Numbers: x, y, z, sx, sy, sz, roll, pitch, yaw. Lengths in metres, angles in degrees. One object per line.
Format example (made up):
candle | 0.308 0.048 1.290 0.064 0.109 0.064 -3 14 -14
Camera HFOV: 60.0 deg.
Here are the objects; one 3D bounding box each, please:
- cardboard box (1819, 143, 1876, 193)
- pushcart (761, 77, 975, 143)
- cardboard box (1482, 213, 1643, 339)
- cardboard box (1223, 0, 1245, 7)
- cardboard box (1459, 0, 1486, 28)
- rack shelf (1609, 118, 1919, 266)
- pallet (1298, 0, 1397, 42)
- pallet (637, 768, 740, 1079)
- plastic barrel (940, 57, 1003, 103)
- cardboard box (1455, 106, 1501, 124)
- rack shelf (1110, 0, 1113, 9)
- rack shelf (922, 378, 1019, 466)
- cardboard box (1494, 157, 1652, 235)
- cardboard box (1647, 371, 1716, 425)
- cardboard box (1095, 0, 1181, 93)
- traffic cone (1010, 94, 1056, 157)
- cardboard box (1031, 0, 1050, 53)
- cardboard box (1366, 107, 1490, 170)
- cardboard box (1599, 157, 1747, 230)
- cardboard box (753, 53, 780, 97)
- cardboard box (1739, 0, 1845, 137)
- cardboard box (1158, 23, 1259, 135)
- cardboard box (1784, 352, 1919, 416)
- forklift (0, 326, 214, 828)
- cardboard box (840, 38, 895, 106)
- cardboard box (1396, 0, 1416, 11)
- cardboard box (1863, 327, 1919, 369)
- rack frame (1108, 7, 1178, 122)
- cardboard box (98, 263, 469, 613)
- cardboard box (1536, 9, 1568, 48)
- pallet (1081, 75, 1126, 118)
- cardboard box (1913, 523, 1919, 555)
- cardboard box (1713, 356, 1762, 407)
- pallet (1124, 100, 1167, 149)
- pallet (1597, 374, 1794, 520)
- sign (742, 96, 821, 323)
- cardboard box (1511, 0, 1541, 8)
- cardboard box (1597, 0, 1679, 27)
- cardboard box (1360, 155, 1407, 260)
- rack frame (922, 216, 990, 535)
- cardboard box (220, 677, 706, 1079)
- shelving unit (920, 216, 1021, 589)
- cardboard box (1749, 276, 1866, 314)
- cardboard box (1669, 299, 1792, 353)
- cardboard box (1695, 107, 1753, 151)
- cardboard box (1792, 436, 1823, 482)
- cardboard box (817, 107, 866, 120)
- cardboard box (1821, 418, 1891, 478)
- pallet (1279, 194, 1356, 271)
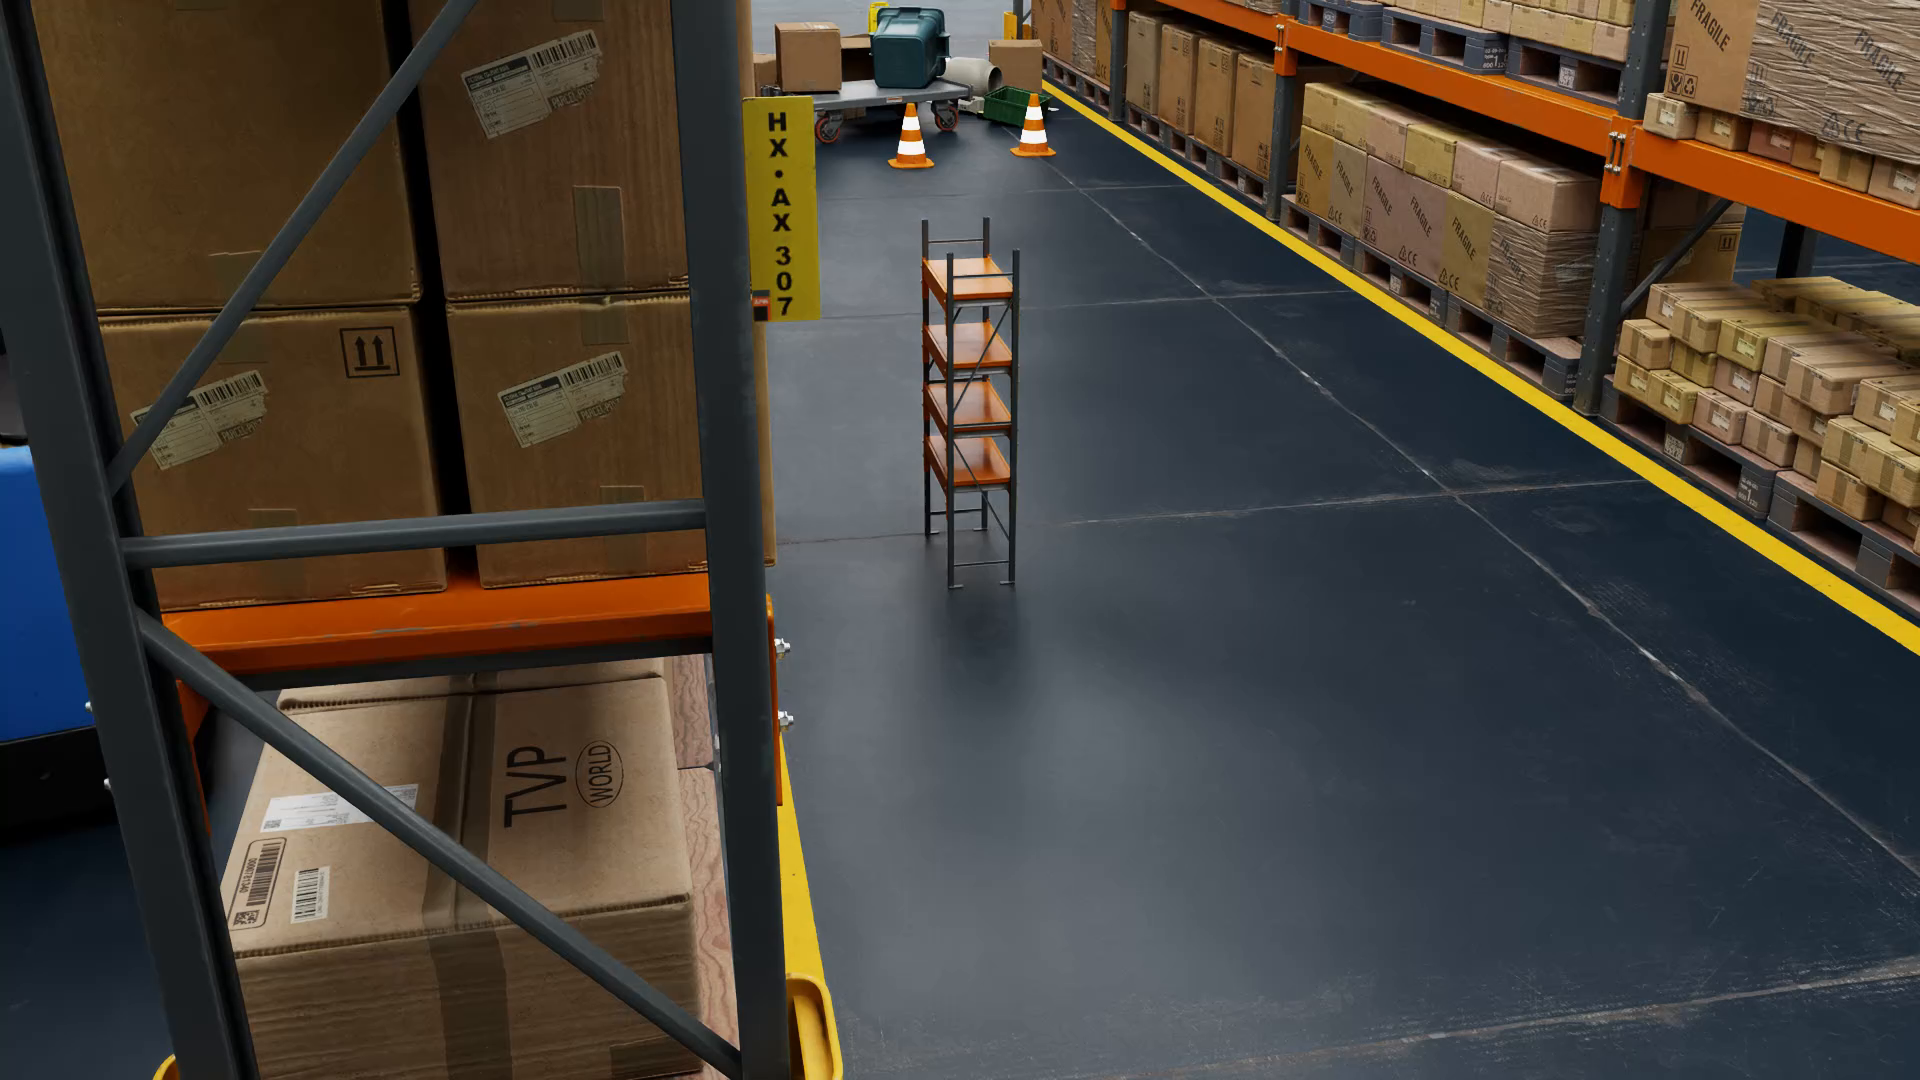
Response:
cardboard box | 3.282 -1.324 5.848 0.380 0.149 0.250 -4 24 -9
pushcart | -0.791 -3.711 14.275 1.648 0.377 0.936 -13 27 -28
cardboard box | 2.918 -1.303 8.084 0.500 0.500 0.500 -5 24 -11
cardboard box | 2.125 -3.956 11.436 0.500 0.500 0.500 -4 24 -10
cardboard box | 2.790 -2.715 8.507 0.380 0.149 0.250 -3 24 -7
rack shelf | 3.672 -0.867 5.386 1.077 0.370 4.000 -4 24 -10
pallet | 2.799 -3.196 10.061 1.213 0.211 1.003 -4 24 -10
pallet | -1.029 0.965 3.776 1.003 0.211 1.213 -4 24 -10
plastic barrel | 0.106 -4.282 15.526 0.512 0.421 0.421 13 27 27
cardboard box | 3.130 -2.299 9.427 0.500 0.250 0.500 -4 24 -9
rack shelf | 1.453 -5.587 16.194 1.077 0.370 4.000 -4 24 -10
rack shelf | 0.031 -0.423 5.888 0.258 0.148 0.480 -4 24 -10
cardboard box | 2.916 -1.648 7.938 0.500 0.250 0.500 -5 24 -11
cardboard box | 3.103 -0.598 6.908 0.380 0.149 0.250 -4 24 -8
cardboard box | 1.776 -4.601 15.168 0.875 0.875 0.875 -4 24 -9
traffic cone | 0.587 -3.328 13.293 0.336 0.463 0.334 -4 24 -10
cardboard box | 1.274 -5.660 17.593 0.875 0.875 0.875 -4 24 -9
cardboard box | 2.625 -2.263 9.346 0.500 0.250 0.500 -4 24 -9
cardboard box | 3.426 -1.684 8.020 0.500 0.250 0.500 -5 24 -12
cardboard box | -1.884 -4.102 15.014 0.500 0.500 0.500 13 27 27
cardboard box | 3.245 -1.758 6.031 0.500 0.500 0.500 -4 24 -10
cardboard box | 2.201 -3.674 13.202 1.050 0.750 0.750 -4 24 -10
cardboard box | 3.288 -0.576 6.114 0.380 0.149 0.250 -4 24 -9
forklift | -3.145 -1.075 5.049 1.130 2.935 3.031 -10 26 -22
cardboard box | -0.769 -4.345 15.400 0.797 0.637 0.503 -4 24 -10
cardboard box | 2.650 -3.021 9.208 0.380 0.149 0.250 -4 24 -8
cardboard box | 3.735 -0.719 6.442 0.380 0.149 0.250 -4 24 -8
rack frame | 1.823 -5.130 14.249 1.000 3.000 0.127 -4 24 -10
cardboard box | -1.153 -0.220 2.881 0.500 0.500 0.500 -4 24 -9
cardboard box | 2.942 -2.403 7.793 0.380 0.149 0.250 -4 24 -10
pallet | 1.759 -4.157 15.505 1.003 0.211 1.213 -4 24 -10
cardboard box | 3.431 0.008 5.522 0.380 0.149 0.250 -4 24 -9
cardboard box | 3.270 -0.653 6.664 0.380 0.149 0.250 -4 24 -10
pallet | 2.040 -3.554 14.124 1.003 0.211 1.213 -4 24 -10
pallet | 3.461 -0.444 7.003 1.003 0.211 1.213 -4 24 -10
sign | -0.257 -0.476 2.411 0.100 0.325 0.005 -4 24 -10
cardboard box | 2.887 -2.648 7.982 0.380 0.149 0.250 -5 24 -11
cardboard box | 3.035 -2.339 7.275 0.380 0.149 0.250 -4 24 -8
cardboard box | 2.639 -1.908 9.468 0.500 0.500 0.500 -5 24 -11
rack frame | -0.015 -0.581 6.081 0.240 1.200 0.015 -4 24 -10
cardboard box | -1.024 0.726 3.518 0.875 0.438 0.875 -5 24 -12
shelving unit | 0.031 -0.485 5.861 0.258 1.200 0.503 -4 24 -10
cardboard box | 3.624 -1.021 7.135 0.380 0.149 0.250 -4 24 -8
cardboard box | 3.155 -0.879 6.808 0.380 0.149 0.250 -3 24 -7
cardboard box | 3.154 -1.637 6.563 0.380 0.149 0.250 -4 24 -8
cardboard box | 3.380 -0.304 6.237 0.380 0.149 0.250 -5 24 -12
cardboard box | -1.064 -3.950 14.963 0.396 0.266 0.258 18 29 36
cardboard box | 3.330 -0.333 5.931 0.380 0.149 0.250 -4 24 -10
pallet | 2.706 -1.971 10.500 1.003 0.211 1.213 -4 24 -10
